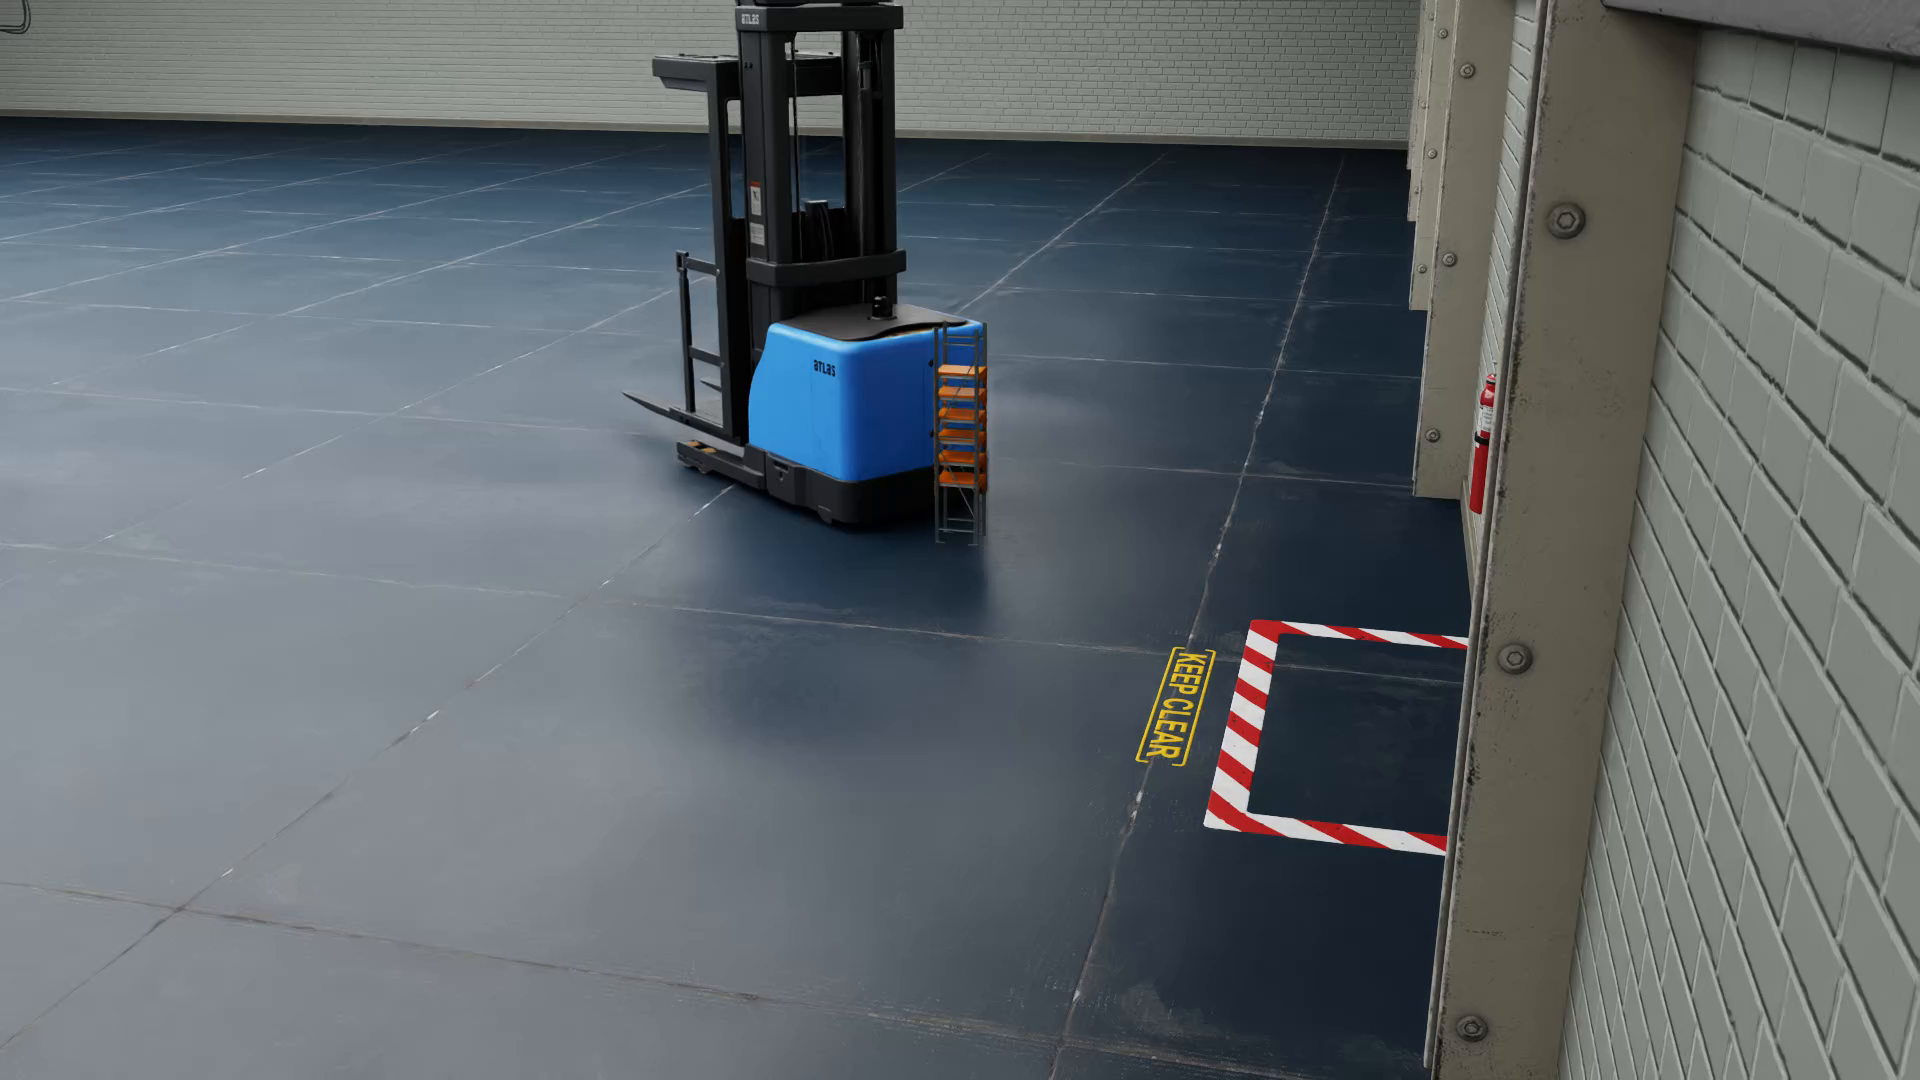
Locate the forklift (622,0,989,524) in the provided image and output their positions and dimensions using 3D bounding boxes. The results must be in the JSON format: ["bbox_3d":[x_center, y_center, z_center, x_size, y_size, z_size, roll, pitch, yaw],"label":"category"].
[{"bbox_3d":[-1.136,-1.885,10.172,1.130,2.935,3.031,-14,24,-36],"label":"forklift"}]

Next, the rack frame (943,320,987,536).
[{"bbox_3d":[0.026,-0.601,9.091,0.240,1.200,0.006,5,19,13],"label":"rack frame"}]

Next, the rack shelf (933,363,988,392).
[{"bbox_3d":[0.004,-0.871,8.905,0.258,0.103,0.180,5,19,13],"label":"rack shelf"}]

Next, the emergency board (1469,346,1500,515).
[{"bbox_3d":[2.085,-0.623,6.370,0.194,1.169,0.643,5,19,13],"label":"emergency board"}]

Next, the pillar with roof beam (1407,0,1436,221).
[{"bbox_3d":[1.668,-8.672,20.655,9.100,9.000,0.400,5,19,13],"label":"pillar with roof beam"}]

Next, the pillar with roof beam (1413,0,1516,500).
[{"bbox_3d":[-1.264,-4.911,9.643,9.100,9.000,0.400,5,19,13],"label":"pillar with roof beam"}]

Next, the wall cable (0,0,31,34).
[{"bbox_3d":[-21.235,-12.050,35.348,3.097,2.526,0.112,5,19,13],"label":"wall cable"}]

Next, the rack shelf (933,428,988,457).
[{"bbox_3d":[0.004,-0.530,9.021,0.258,0.103,0.180,5,19,13],"label":"rack shelf"}]

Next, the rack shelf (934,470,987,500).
[{"bbox_3d":[0.004,-0.303,9.099,0.258,0.103,0.180,5,19,13],"label":"rack shelf"}]

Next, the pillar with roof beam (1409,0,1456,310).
[{"bbox_3d":[0.202,-6.791,15.149,9.100,9.000,0.400,5,19,13],"label":"pillar with roof beam"}]

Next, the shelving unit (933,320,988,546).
[{"bbox_3d":[0.004,-0.572,9.007,0.258,1.200,0.189,5,19,13],"label":"shelving unit"}]

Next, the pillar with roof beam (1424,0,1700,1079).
[{"bbox_3d":[-2.730,-3.030,4.137,9.100,9.000,0.400,5,19,13],"label":"pillar with roof beam"}]

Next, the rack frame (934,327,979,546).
[{"bbox_3d":[-0.019,-0.544,8.923,0.240,1.200,0.006,5,19,13],"label":"rack frame"}]

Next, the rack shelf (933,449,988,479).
[{"bbox_3d":[0.004,-0.417,9.060,0.258,0.103,0.180,5,19,13],"label":"rack shelf"}]

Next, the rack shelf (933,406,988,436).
[{"bbox_3d":[0.004,-0.644,8.982,0.258,0.103,0.180,5,19,13],"label":"rack shelf"}]

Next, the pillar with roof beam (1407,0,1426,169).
[{"bbox_3d":[3.134,-10.553,26.161,9.100,9.000,0.400,5,19,13],"label":"pillar with roof beam"}]

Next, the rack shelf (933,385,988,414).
[{"bbox_3d":[0.004,-0.757,8.944,0.258,0.103,0.180,5,19,13],"label":"rack shelf"}]
